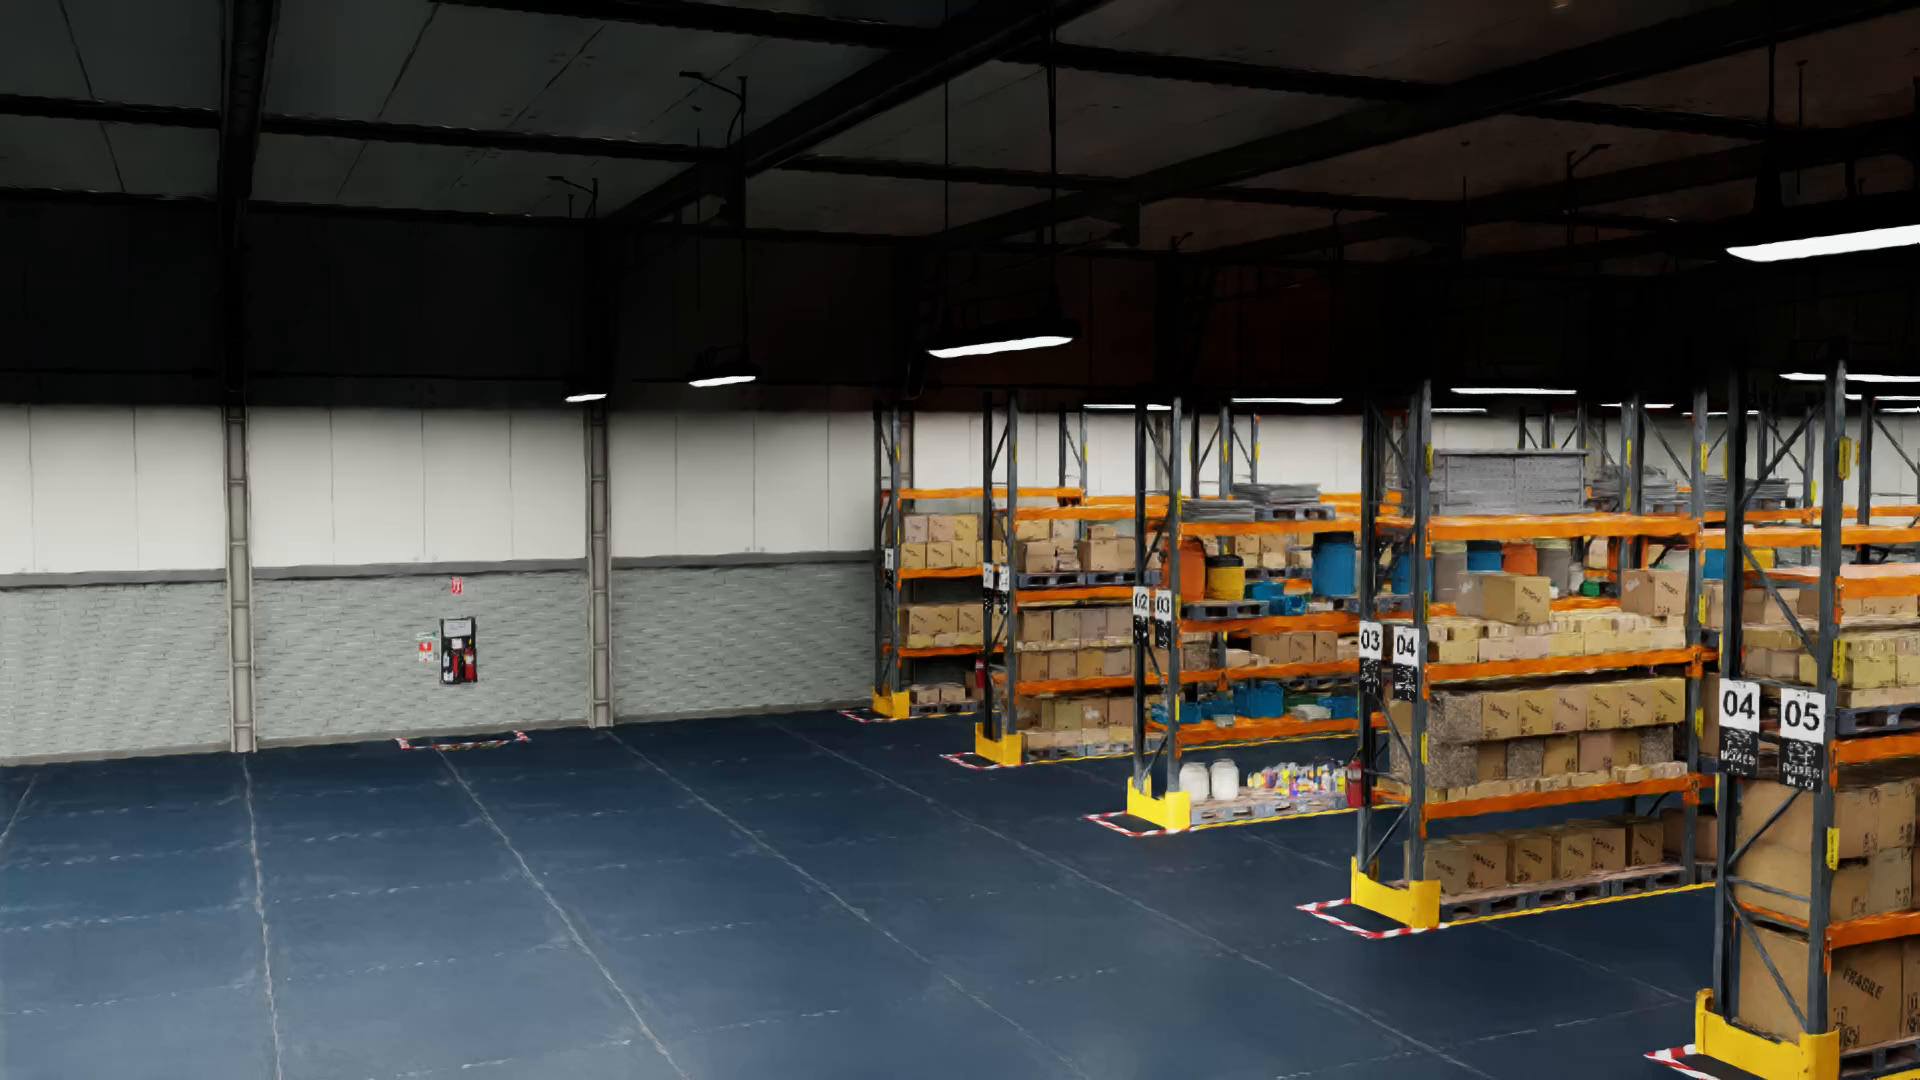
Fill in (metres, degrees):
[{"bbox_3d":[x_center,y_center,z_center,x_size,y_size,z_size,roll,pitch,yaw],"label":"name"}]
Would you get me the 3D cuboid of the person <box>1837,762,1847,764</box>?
[{"bbox_3d":[9.958,3.270,18.692,1.072,1.583,0.481,-2,4,-26],"label":"person"}]
